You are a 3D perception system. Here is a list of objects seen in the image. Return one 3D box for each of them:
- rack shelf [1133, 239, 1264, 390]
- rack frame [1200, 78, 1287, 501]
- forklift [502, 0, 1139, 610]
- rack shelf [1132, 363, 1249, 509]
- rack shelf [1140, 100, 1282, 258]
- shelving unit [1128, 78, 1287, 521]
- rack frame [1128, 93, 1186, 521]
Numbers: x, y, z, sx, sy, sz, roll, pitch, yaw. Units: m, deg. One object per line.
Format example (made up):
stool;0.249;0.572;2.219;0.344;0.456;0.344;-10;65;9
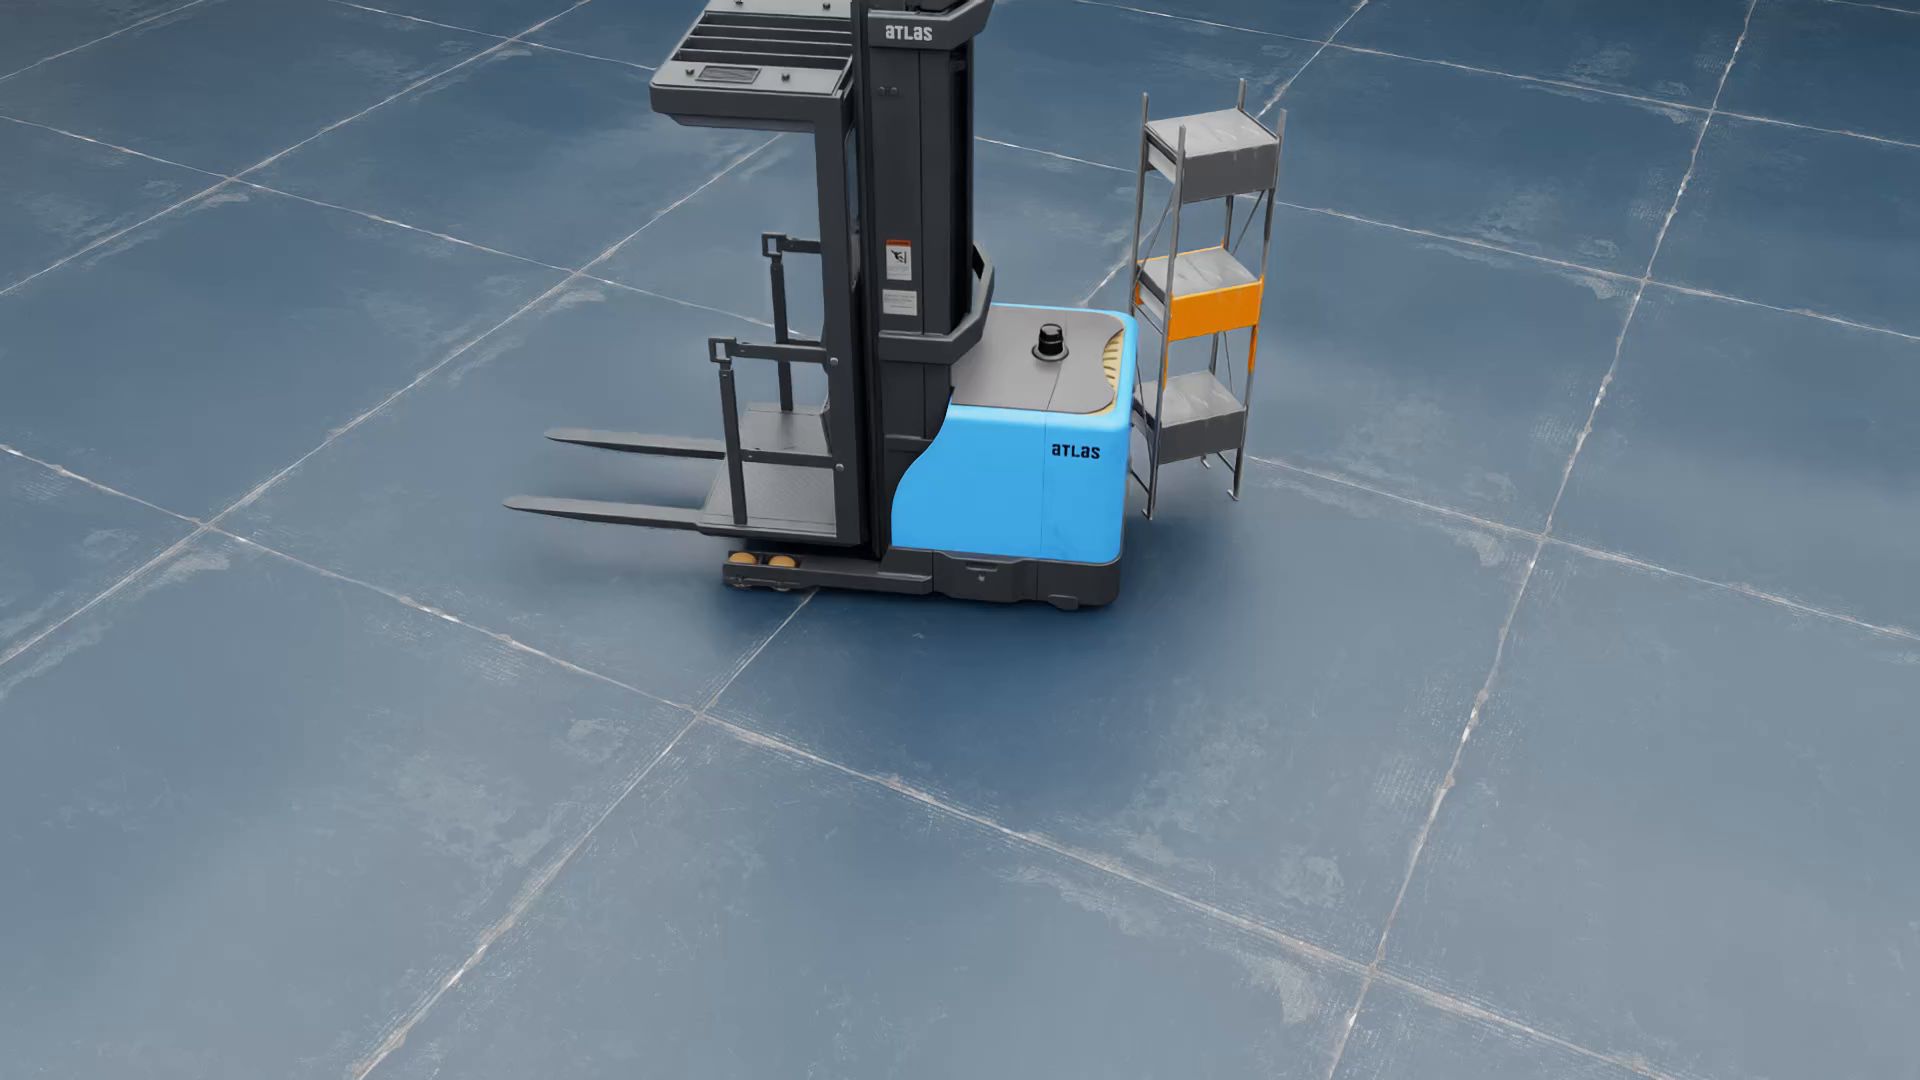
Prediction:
rack shelf;1.122;-1.087;7.987;0.480;0.518;0.431;-13;39;-16
rack frame;1.351;-1.150;8.047;0.015;2.100;0.400;-13;39;-16
forklift;-0.694;-1.236;7.474;3.031;2.935;1.130;5;37;6
rack shelf;1.122;-0.529;8.411;0.480;0.518;0.431;-13;39;-16
rack shelf;1.122;-1.644;7.564;0.480;0.518;0.431;-13;39;-16
shelving unit;1.122;-1.098;7.979;0.503;2.100;0.431;-13;39;-16
rack frame;0.894;-1.046;7.911;0.015;2.100;0.400;-13;39;-16
